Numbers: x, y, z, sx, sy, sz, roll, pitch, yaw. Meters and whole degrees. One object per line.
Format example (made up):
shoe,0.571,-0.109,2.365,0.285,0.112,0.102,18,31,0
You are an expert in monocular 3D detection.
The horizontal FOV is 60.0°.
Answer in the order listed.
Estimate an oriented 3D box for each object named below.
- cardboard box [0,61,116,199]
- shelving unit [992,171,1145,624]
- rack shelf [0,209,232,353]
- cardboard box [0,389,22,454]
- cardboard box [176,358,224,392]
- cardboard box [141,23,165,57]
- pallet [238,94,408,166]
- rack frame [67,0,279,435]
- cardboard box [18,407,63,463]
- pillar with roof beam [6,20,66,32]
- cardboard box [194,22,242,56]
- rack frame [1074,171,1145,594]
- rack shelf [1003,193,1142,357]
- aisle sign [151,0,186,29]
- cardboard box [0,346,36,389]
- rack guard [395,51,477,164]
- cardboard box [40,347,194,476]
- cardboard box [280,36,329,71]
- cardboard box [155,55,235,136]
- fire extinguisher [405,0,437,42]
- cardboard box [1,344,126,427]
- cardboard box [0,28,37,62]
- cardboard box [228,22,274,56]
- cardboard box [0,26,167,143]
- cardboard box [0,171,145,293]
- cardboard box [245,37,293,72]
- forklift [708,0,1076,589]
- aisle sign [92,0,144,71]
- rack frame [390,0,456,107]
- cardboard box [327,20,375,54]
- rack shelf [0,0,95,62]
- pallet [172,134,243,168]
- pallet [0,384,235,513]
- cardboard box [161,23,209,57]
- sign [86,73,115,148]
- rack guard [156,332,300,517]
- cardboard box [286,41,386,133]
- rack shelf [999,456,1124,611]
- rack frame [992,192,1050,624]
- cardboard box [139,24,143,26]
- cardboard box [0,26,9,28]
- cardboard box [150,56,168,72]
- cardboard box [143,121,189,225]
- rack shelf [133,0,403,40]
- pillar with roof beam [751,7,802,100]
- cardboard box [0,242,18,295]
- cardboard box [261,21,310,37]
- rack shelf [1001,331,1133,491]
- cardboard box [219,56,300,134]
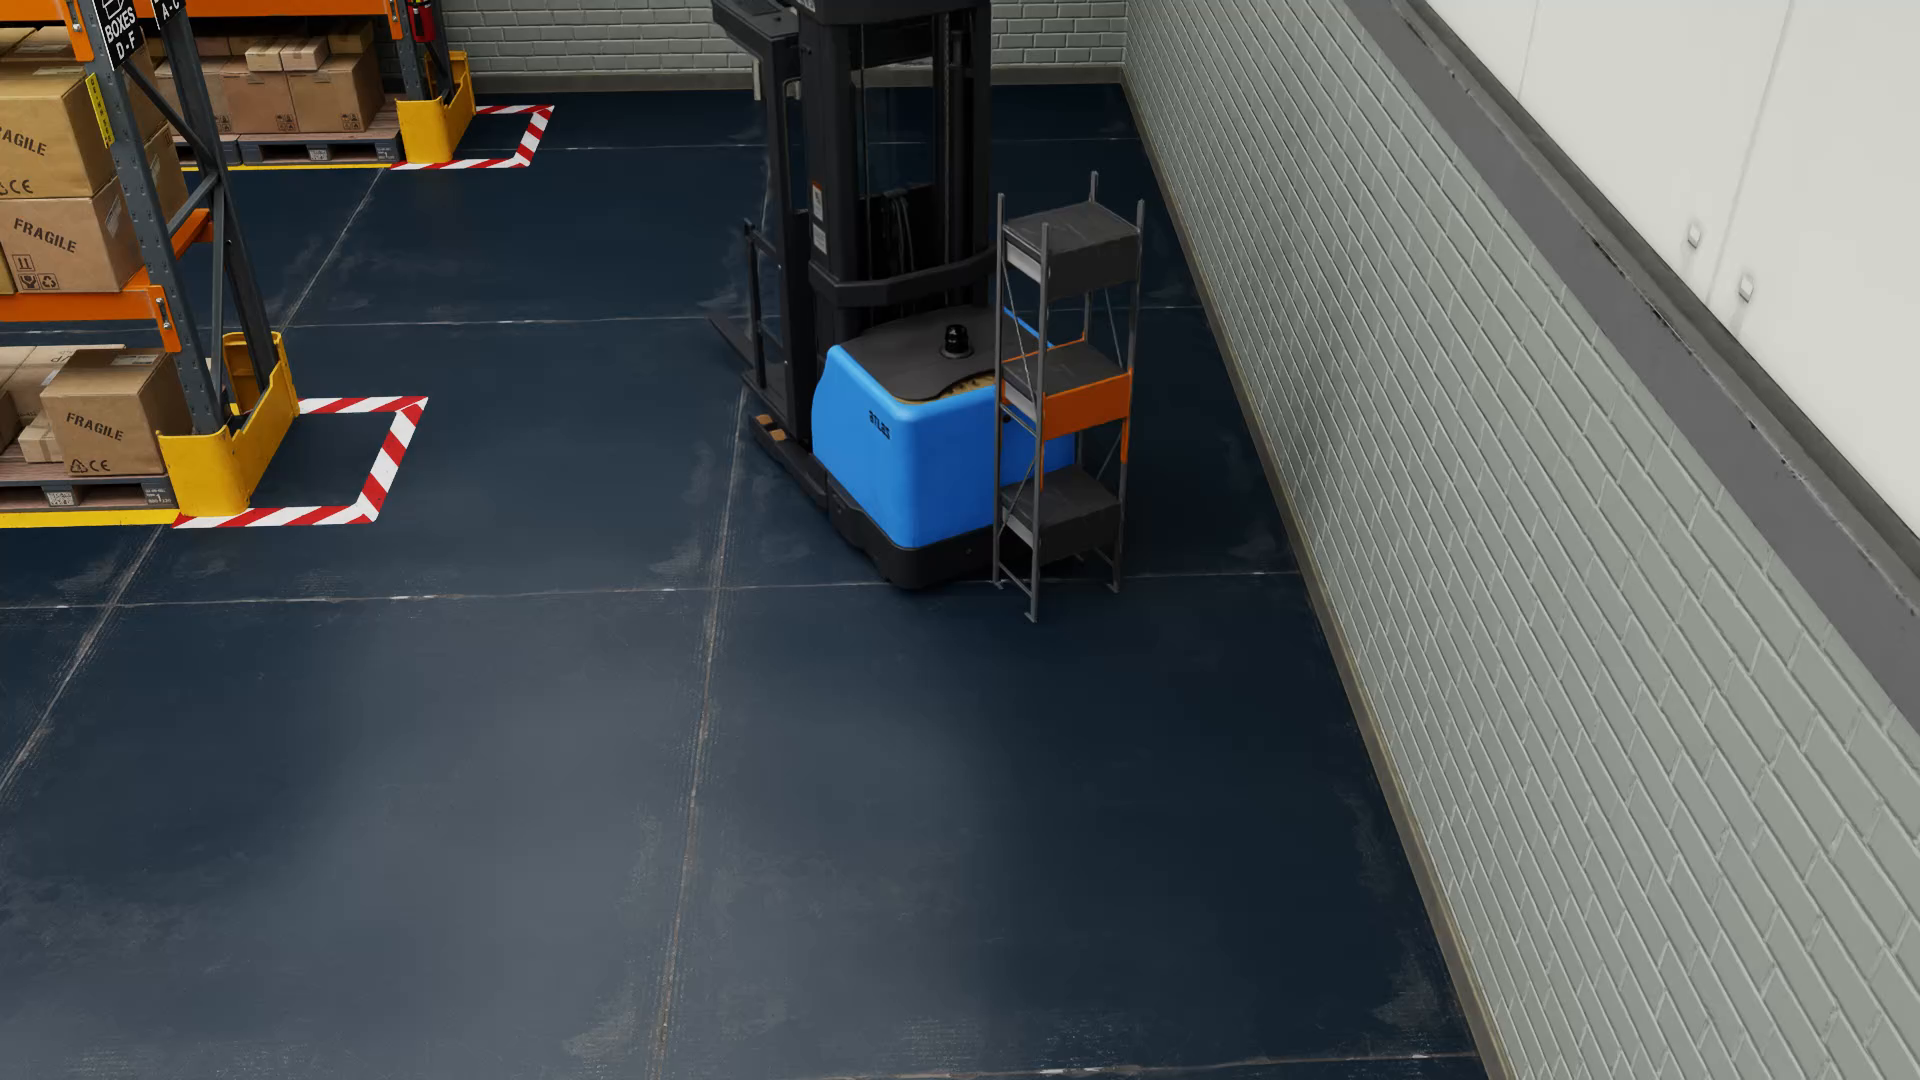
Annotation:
cardboard box,-4.409,-1.977,8.004,0.500,0.500,0.500,-2,35,-3
shelving unit,0.482,-0.622,7.804,0.503,2.100,0.431,-18,39,-24
rack shelf,-5.976,-1.343,8.687,4.000,0.370,1.077,-2,35,-2
cardboard box,-5.460,-0.580,8.982,0.500,0.250,0.500,-2,35,-2
cardboard box,-4.412,-0.886,9.512,0.250,0.149,0.380,-2,35,-2
cardboard box,-6.314,-3.920,13.036,0.250,0.149,0.380,-2,35,-3
pallet,-5.011,-3.296,13.327,1.213,0.211,1.003,-2,35,-2
rack frame,-3.978,-1.693,8.560,0.127,3.000,1.000,-2,35,-2
cardboard box,-4.918,-0.594,9.076,0.250,0.166,0.380,-2,35,-2
pillar with roof beam,-7.349,-4.931,7.968,0.400,9.000,9.100,-2,35,-2
cardboard box,-5.805,-3.934,13.056,0.250,0.149,0.380,-1,35,-2
rack frame,0.694,-0.691,7.904,0.015,2.100,0.400,-18,39,-24
rack shelf,0.482,-1.187,7.414,0.480,0.518,0.431,-18,39,-24
aisle sign,-3.924,-2.931,8.064,0.004,0.787,0.394,-2,35,-2
cardboard box,-5.533,-0.863,9.391,0.500,0.250,0.500,-2,35,-2
rack guard,-4.192,-3.481,13.341,0.348,0.500,1.175,-2,35,-2
cardboard box,-4.509,-0.691,8.923,0.500,0.500,0.500,-2,35,-2
cardboard box,-5.030,-3.737,12.772,0.250,0.149,0.380,-2,35,-3
cardboard box,-5.913,-3.550,13.072,0.500,0.500,0.700,-3,35,-4
fire extinguisher,-4.044,-4.065,12.384,0.183,0.674,0.296,-2,35,-2
cardboard box,-5.034,-0.876,9.410,0.500,0.250,0.500,-2,35,-2
cardboard box,-4.955,-2.265,8.420,0.500,0.500,0.500,-1,35,-2
cardboard box,-5.551,-3.941,13.066,0.250,0.149,0.380,-1,35,-2
cardboard box,-4.433,-2.283,8.447,0.500,0.500,0.500,-1,35,-1
cardboard box,-4.412,-1.567,8.291,0.500,0.500,0.500,-1,35,-1
cardboard box,-5.285,-3.730,12.762,0.250,0.149,0.380,-1,35,-1
forklift,-0.555,-1.779,8.744,1.130,2.935,3.031,-17,38,-23
aisle sign,-3.895,-2.590,7.572,0.004,0.787,0.394,-2,35,-2
rack frame,-4.216,-4.509,12.629,0.127,3.000,1.000,-2,35,-2
cardboard box,-4.795,-3.962,13.096,0.250,0.149,0.380,-1,35,-2
rack shelf,-5.976,-2.577,7.834,4.000,0.370,1.077,-2,35,-2
pallet,-6.227,-3.265,13.282,1.213,0.211,1.003,-2,35,-2
pallet,-4.850,-0.522,9.319,1.213,0.211,1.003,-2,35,-2
cardboard box,-6.061,-3.926,13.045,0.250,0.149,0.380,-1,35,-2
sign,-3.972,-1.983,7.684,0.005,0.325,0.100,-2,35,-2
rack guard,-4.054,-0.663,9.269,0.348,0.500,1.175,-2,35,-2
cardboard box,-4.910,-3.578,13.111,0.500,0.500,0.700,-2,35,-2
rack shelf,0.482,-0.036,8.210,0.480,0.518,0.431,-18,39,-24
rack frame,0.270,-0.553,7.705,0.015,2.100,0.400,-18,39,-24
cardboard box,-6.572,-3.912,13.025,0.250,0.149,0.380,-1,35,-2
cardboard box,-7.614,-3.883,12.983,0.250,0.149,0.380,-2,35,-3
cardboard box,-6.445,-3.532,13.045,0.500,0.500,0.700,-1,35,-1
cardboard box,-4.433,-1.872,8.731,0.500,0.500,0.500,-1,35,-1
rack shelf,-6.214,-4.159,12.756,4.000,0.370,1.077,-2,35,-2
pillar with roof beam,-1.356,-5.093,8.201,0.400,9.000,9.100,-2,35,-2
cardboard box,-4.930,-1.551,8.268,0.500,0.500,0.500,-1,35,-2
cardboard box,-5.301,-3.947,13.076,0.250,0.149,0.380,-1,35,-2
rack shelf,0.482,-0.611,7.812,0.480,0.518,0.431,-18,39,-24
cardboard box,-5.410,-3.564,13.092,0.500,0.500,0.700,-2,35,-2
